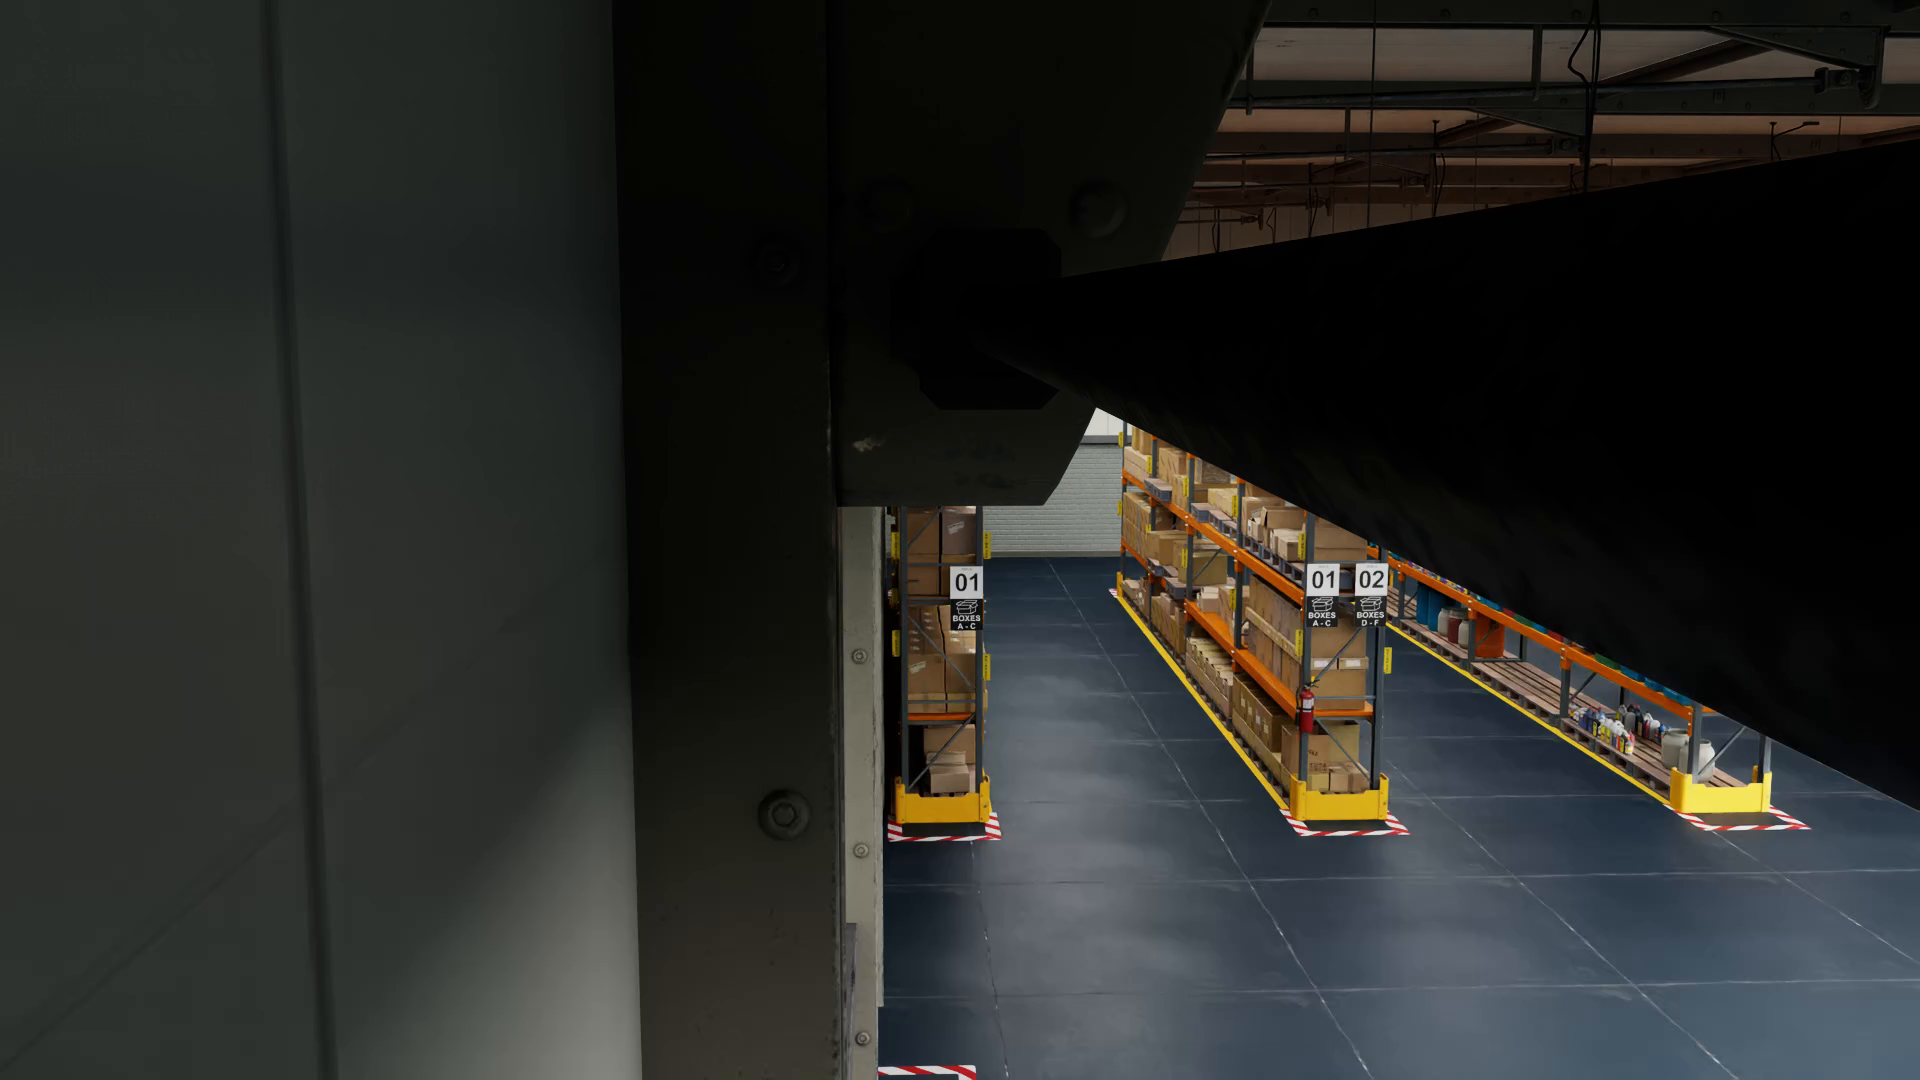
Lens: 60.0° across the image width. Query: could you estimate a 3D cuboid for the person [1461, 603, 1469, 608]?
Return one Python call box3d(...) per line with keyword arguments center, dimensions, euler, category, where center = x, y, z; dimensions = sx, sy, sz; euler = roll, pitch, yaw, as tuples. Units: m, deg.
box3d(center=(10.315, 0.681, 34.490), dimensions=(0.527, 1.612, 1.082), euler=(-1, 8, -6), category="person")
